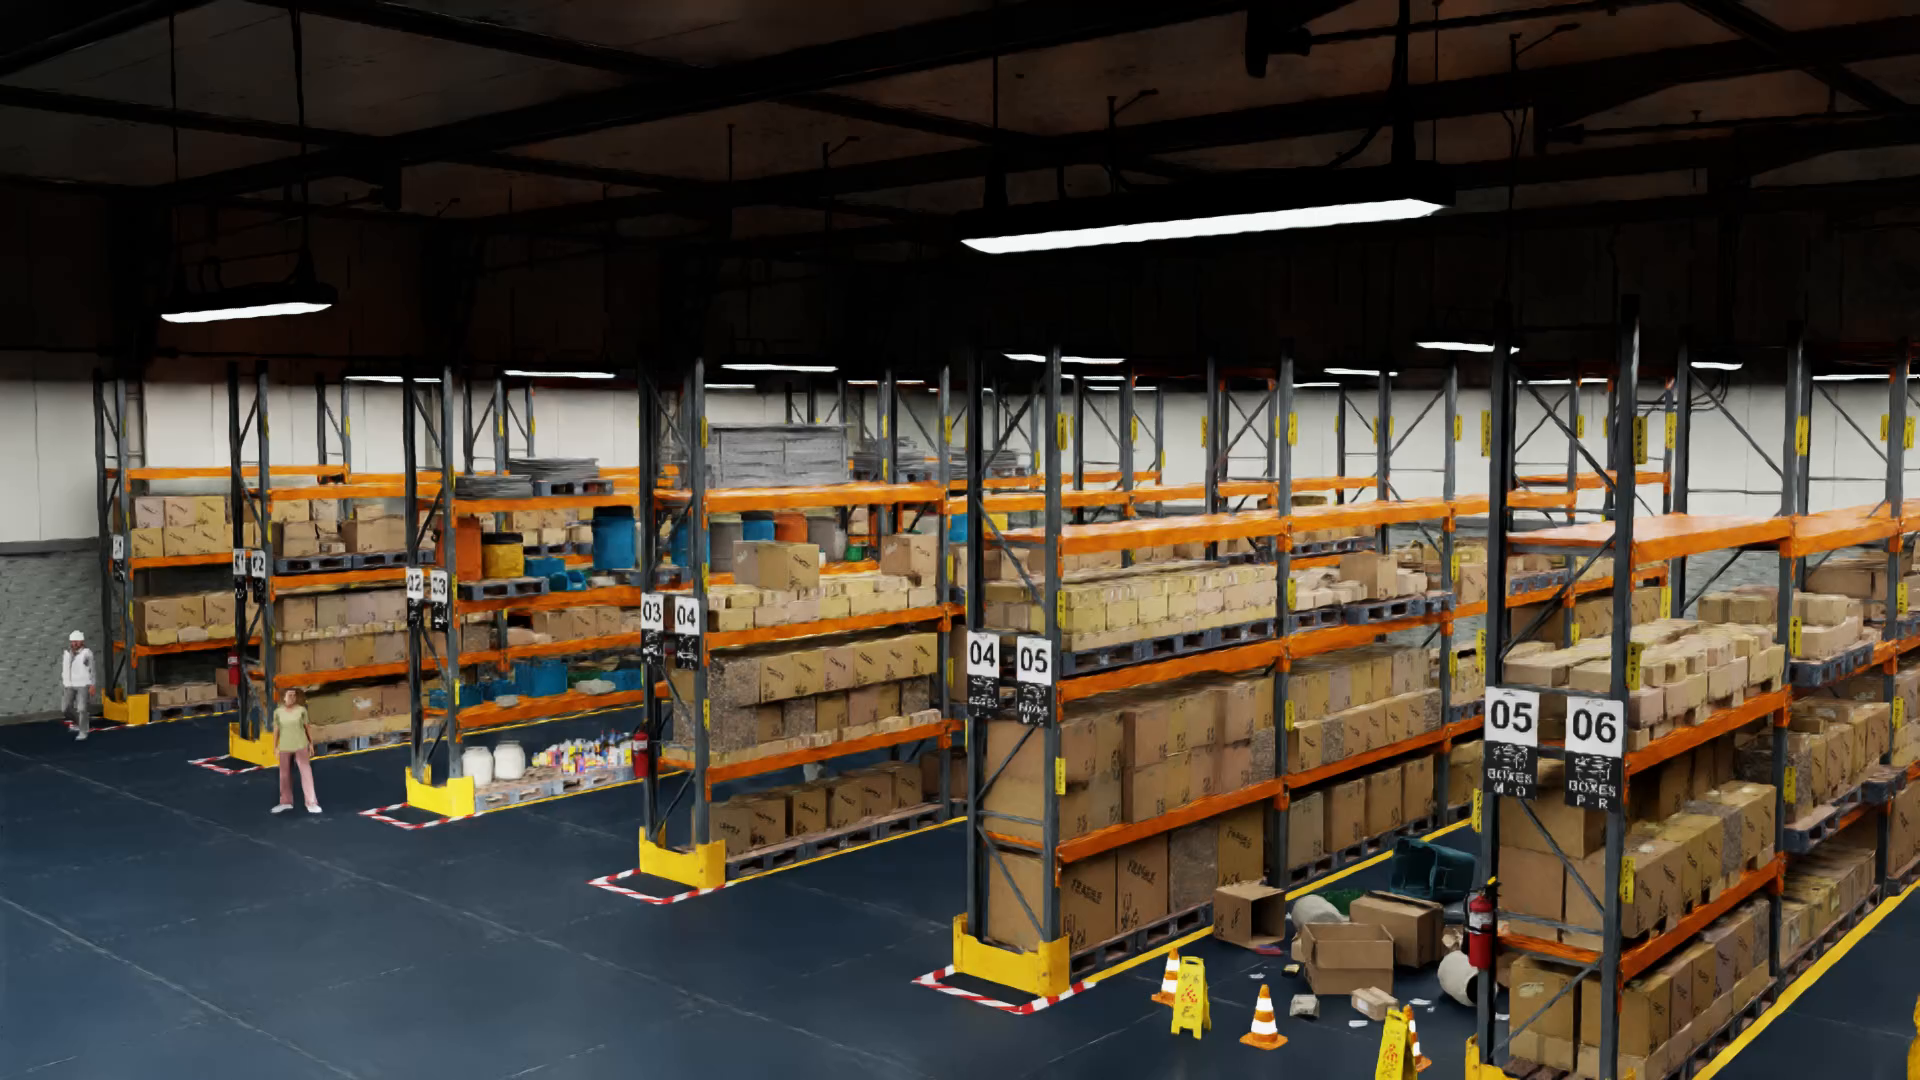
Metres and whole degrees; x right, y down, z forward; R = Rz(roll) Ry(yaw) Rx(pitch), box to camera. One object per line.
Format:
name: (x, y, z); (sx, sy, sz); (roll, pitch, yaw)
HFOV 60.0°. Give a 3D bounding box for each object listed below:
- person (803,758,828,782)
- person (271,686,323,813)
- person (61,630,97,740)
person: (-1.945, 2.639, 22.261); (0.759, 1.748, 0.626); (-3, 5, -37)
person: (-8.665, 2.723, 21.686); (0.647, 1.665, 0.499); (-1, 4, -18)
person: (-14.164, 2.318, 26.756); (0.585, 1.767, 0.557); (0, 4, 4)
